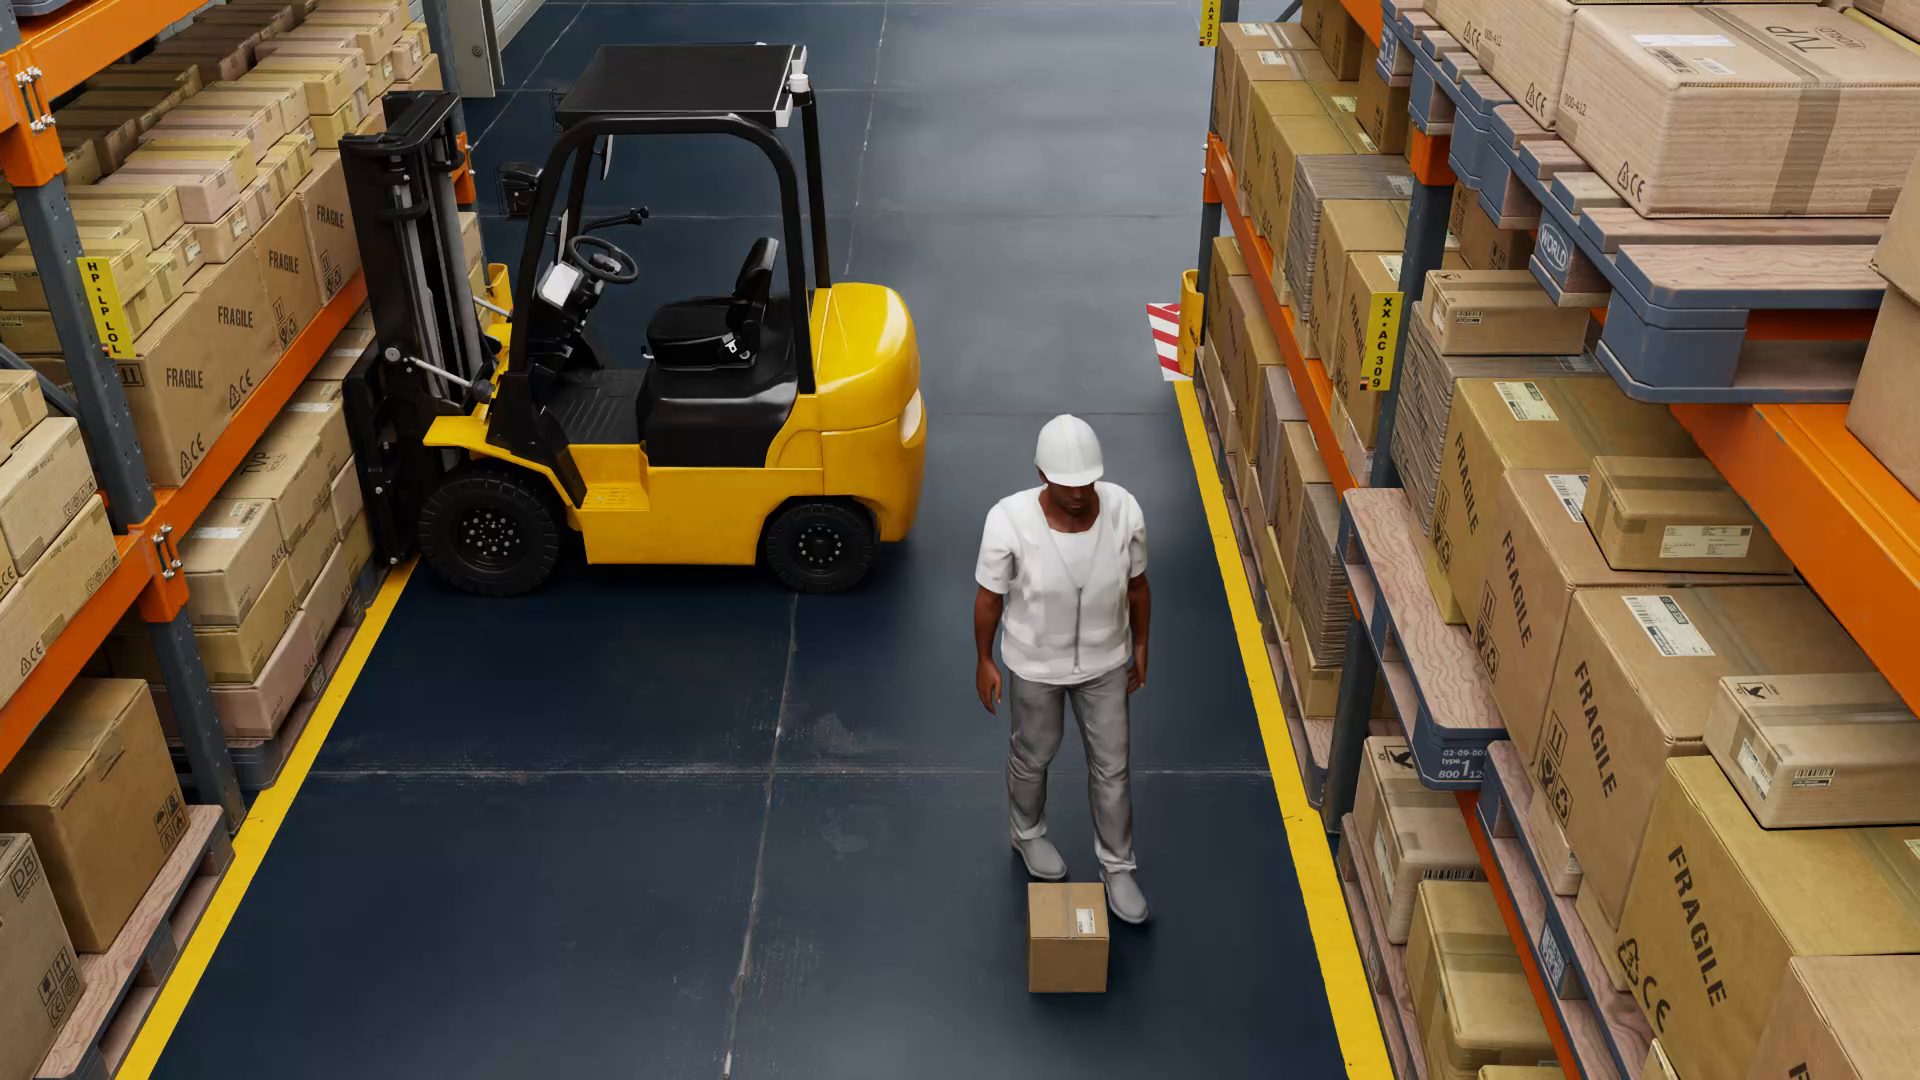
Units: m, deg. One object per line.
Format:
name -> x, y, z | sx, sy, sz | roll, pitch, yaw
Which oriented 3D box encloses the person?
person -> 0.364, 0.444, 5.373 | 0.589, 1.768, 0.591 | -5, 32, -9
